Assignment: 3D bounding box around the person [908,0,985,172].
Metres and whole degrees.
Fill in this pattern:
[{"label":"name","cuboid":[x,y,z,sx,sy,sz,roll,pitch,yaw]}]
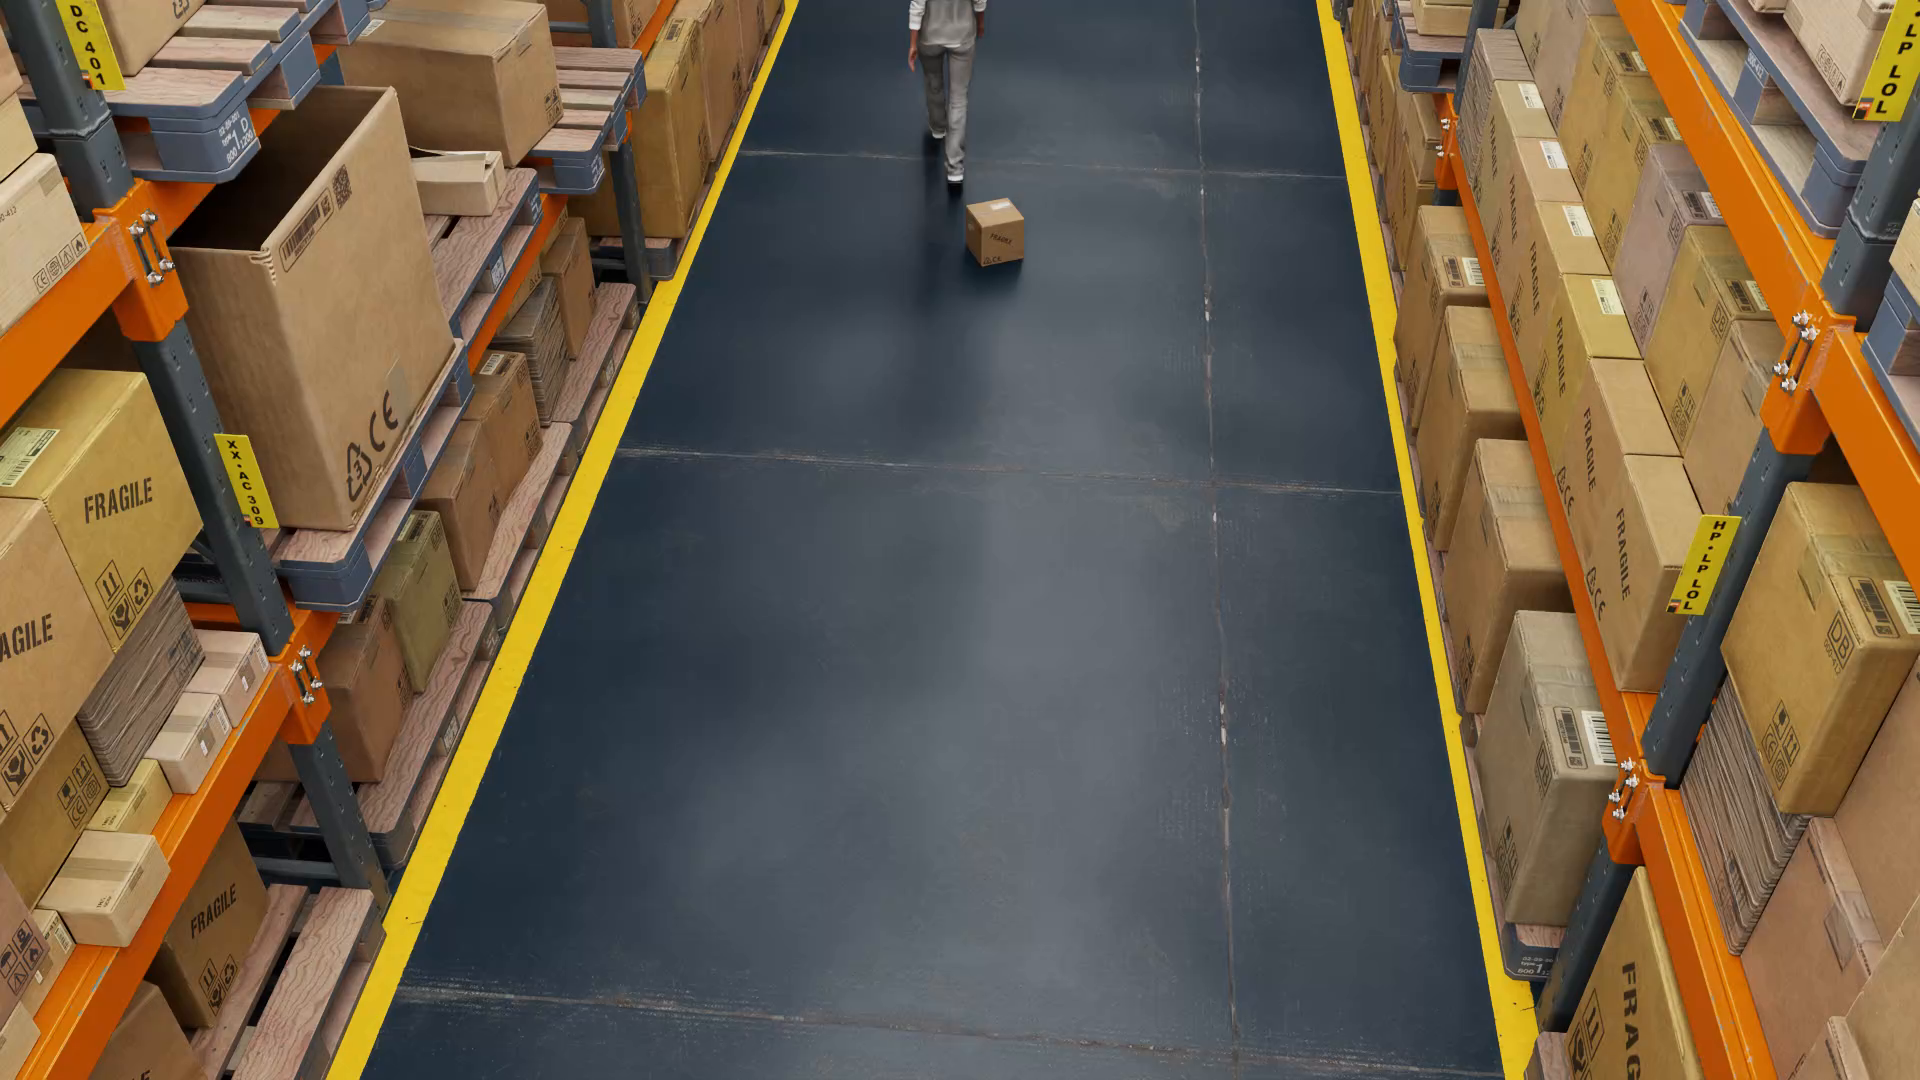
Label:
[{"label":"person","cuboid":[-0.077,-2.889,9.491,0.425,1.499,0.769,2,41,3]}]
